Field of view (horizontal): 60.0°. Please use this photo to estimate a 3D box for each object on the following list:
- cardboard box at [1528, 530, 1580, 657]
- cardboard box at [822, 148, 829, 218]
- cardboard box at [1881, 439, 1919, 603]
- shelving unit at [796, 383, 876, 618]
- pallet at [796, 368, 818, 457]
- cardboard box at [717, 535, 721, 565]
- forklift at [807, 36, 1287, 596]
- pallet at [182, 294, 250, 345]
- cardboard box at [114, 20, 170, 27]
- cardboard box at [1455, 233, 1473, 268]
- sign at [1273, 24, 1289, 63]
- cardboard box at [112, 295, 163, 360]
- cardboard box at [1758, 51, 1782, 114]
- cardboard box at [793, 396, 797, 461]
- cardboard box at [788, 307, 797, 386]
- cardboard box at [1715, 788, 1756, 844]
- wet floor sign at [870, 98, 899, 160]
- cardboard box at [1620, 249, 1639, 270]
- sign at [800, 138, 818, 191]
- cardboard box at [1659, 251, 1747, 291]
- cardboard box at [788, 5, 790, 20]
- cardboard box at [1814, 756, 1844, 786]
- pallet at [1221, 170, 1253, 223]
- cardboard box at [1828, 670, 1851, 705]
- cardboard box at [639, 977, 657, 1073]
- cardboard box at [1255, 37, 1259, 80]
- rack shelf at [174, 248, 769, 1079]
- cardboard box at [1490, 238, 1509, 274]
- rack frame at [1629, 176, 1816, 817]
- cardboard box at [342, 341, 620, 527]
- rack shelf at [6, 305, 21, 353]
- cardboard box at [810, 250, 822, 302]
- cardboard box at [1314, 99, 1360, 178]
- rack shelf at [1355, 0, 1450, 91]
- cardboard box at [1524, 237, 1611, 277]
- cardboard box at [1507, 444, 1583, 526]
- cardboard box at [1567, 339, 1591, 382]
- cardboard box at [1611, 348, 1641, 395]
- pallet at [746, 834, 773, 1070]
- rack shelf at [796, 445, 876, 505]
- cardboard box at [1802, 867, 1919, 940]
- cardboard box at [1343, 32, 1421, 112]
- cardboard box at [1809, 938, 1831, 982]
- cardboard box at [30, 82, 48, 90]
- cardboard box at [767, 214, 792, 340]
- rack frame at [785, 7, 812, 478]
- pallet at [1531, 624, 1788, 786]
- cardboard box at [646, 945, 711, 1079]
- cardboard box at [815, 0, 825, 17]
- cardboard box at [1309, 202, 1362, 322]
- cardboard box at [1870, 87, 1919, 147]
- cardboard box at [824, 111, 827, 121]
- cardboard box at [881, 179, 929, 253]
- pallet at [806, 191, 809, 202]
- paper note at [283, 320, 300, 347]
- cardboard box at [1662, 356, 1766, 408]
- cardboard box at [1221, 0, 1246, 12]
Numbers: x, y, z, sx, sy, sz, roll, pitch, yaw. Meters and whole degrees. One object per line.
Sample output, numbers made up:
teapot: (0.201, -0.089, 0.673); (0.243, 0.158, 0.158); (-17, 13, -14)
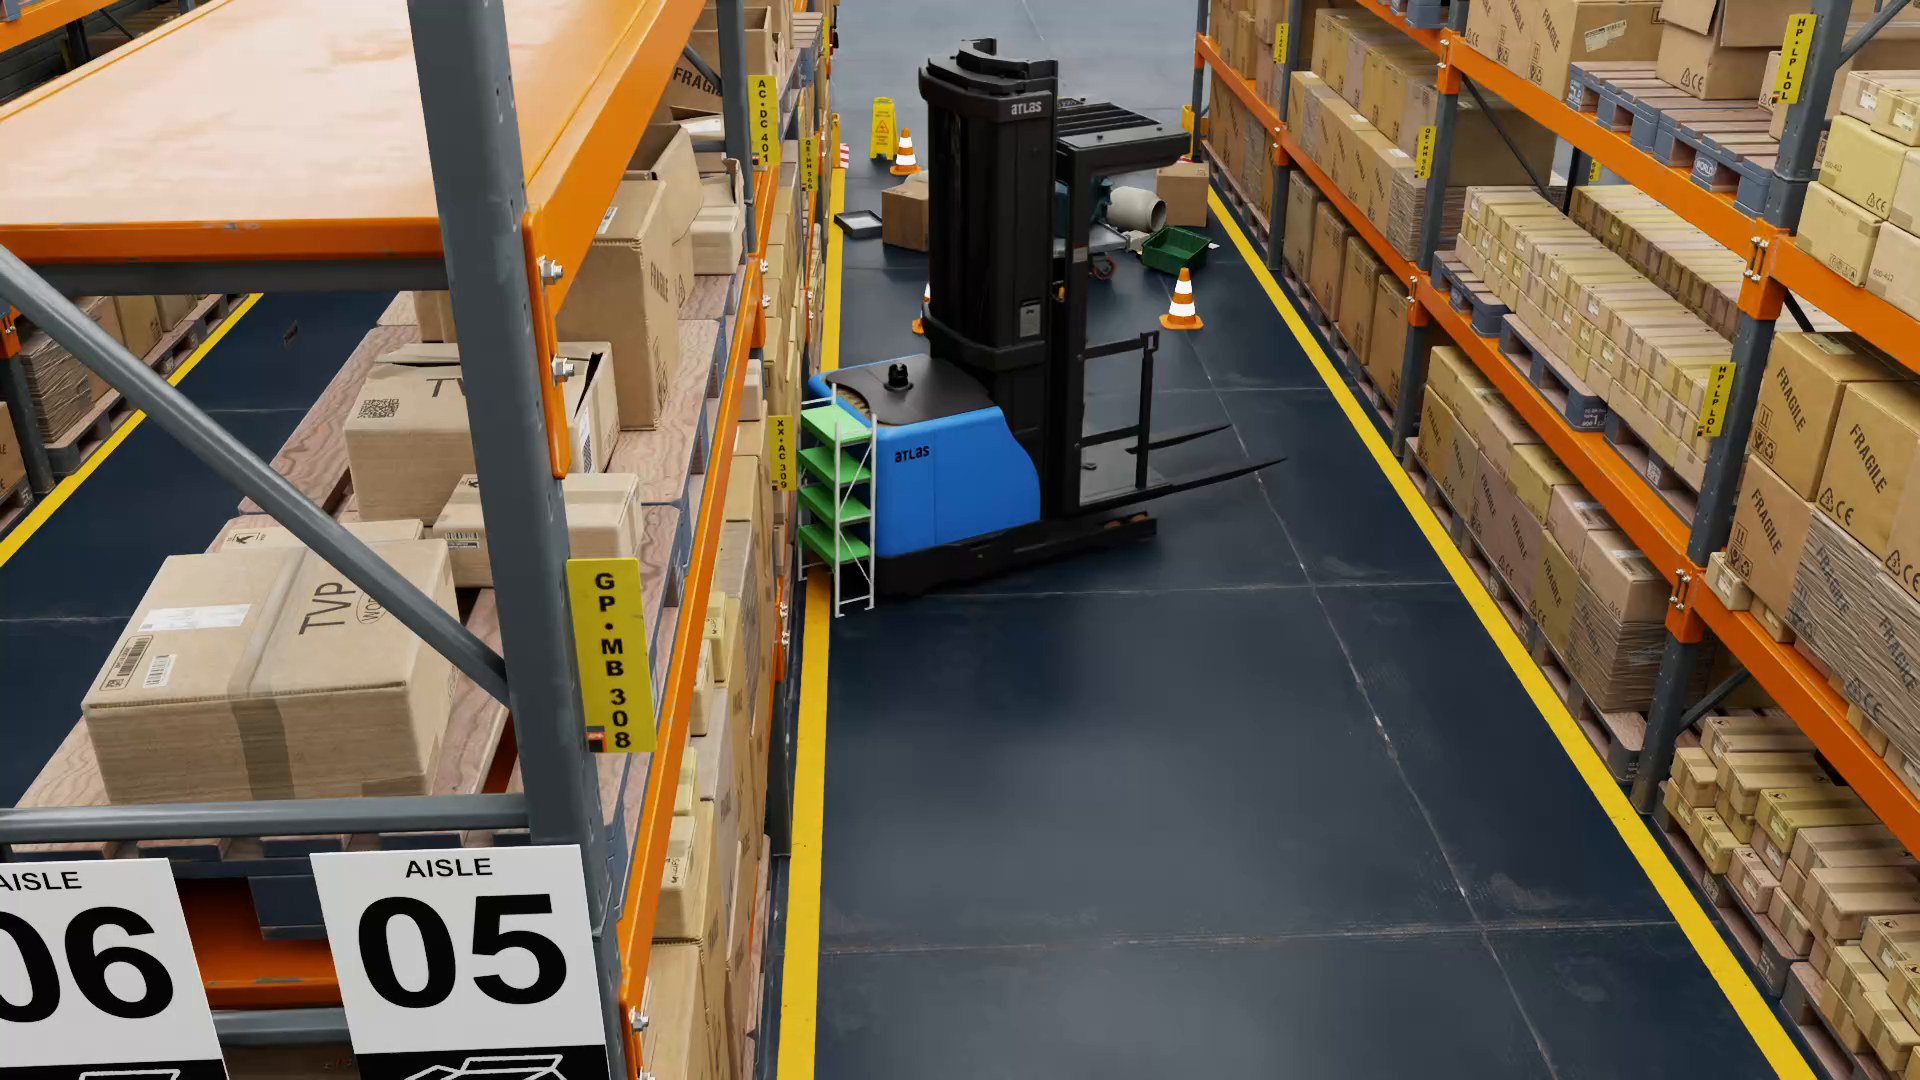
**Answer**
cardboard box: (3.356, 0.271, 8.736); (0.500, 0.500, 0.500); (-2, 28, -4)
cardboard box: (-1.444, -3.186, 14.822); (0.500, 0.500, 0.500); (0, 28, 0)
cardboard box: (3.491, -0.012, 5.518); (0.500, 0.500, 0.500); (-1, 28, -2)
shelving unit: (-0.702, -0.221, 9.372); (0.258, 1.200, 0.503); (-13, 31, -27)
pallet: (-1.513, -0.884, 11.717); (1.003, 0.211, 1.213); (-1, 28, -3)
cardboard box: (-0.927, 0.039, 5.042); (0.380, 0.149, 0.250); (-2, 28, -4)
forklift: (0.633, -1.446, 9.853); (3.031, 2.935, 1.130); (-14, 31, -25)
pallet: (-6.562, -1.910, 13.683); (1.003, 0.211, 1.213); (-1, 28, -3)
cardboard box: (-6.957, -4.328, 14.174); (0.380, 0.149, 0.250); (-2, 28, -3)
cardboard box: (3.286, -1.789, 10.255); (0.380, 0.149, 0.250); (-2, 28, -3)
sign: (2.701, -4.178, 13.995); (0.100, 0.325, 0.005); (-1, 28, -3)
cardboard box: (-6.527, -1.672, 12.327); (0.875, 0.625, 0.625); (-2, 28, -5)
cardboard box: (3.837, -1.967, 7.176); (0.500, 0.311, 0.500); (-2, 28, -3)
cardboard box: (-1.064, -0.532, 8.188); (0.500, 0.250, 0.500); (-2, 28, -3)
cardboard box: (-1.090, -0.985, 8.517); (0.500, 0.250, 0.500); (-2, 28, -4)
cardboard box: (3.475, 1.157, 7.095); (0.380, 0.149, 0.250); (-1, 28, -2)
wet floor sign: (-0.833, -4.524, 18.226); (0.267, 0.644, 0.232); (8, 29, 15)
cardboard box: (3.989, -1.555, 9.484); (0.380, 0.149, 0.250); (-1, 28, -3)
sign: (-0.920, -2.288, 10.141); (0.100, 0.325, 0.005); (-1, 28, -3)
cardboard box: (4.013, -1.452, 8.965); (0.380, 0.149, 0.250); (0, 28, 0)
cardboard box: (-1.052, -2.589, 8.418); (0.396, 0.266, 0.258); (-2, 28, -4)
cardboard box: (4.007, 1.005, 7.387); (0.380, 0.149, 0.250); (-1, 28, -2)
pallet: (3.227, -3.455, 16.646); (1.003, 0.211, 1.213); (-1, 28, -3)
cardboard box: (3.524, 0.536, 6.250); (0.380, 0.149, 0.250); (-3, 28, -5)
cardboard box: (-0.798, 0.989, 3.220); (0.380, 0.149, 0.250); (-1, 28, -2)
cardboard box: (3.262, -4.516, 15.502); (0.875, 0.550, 0.550); (-1, 28, -3)
rack shelf: (-1.160, 0.000, 4.541); (1.077, 0.370, 4.000); (-1, 28, -3)
cardboard box: (3.322, -1.656, 9.678); (0.380, 0.149, 0.250); (-2, 28, -4)
rack frame: (3.673, -0.079, 7.157); (1.000, 3.000, 0.127); (-1, 28, -3)
cardboard box: (-1.084, -0.279, 3.831); (0.500, 0.311, 0.500); (-1, 28, -2)
rack shelf: (-6.535, -2.243, 12.085); (1.077, 0.370, 4.000); (-1, 28, -3)
cardboard box: (-1.612, -2.054, 13.332); (0.950, 0.372, 0.625); (0, 28, 1)
cardboard box: (3.065, -3.104, 12.850); (0.500, 0.500, 0.500); (-2, 28, -3)
rack shelf: (3.360, -3.861, 11.943); (1.077, 0.370, 4.000); (-1, 28, -3)
cardboard box: (3.349, -1.562, 9.175); (0.380, 0.149, 0.250); (0, 28, 0)
cardboard box: (3.326, -0.308, 9.036); (0.500, 0.250, 0.500); (-3, 28, -5)
cardboard box: (3.383, -0.934, 8.614); (0.380, 0.149, 0.250); (0, 28, 0)
cardboard box: (3.411, -0.827, 8.088); (0.380, 0.149, 0.250); (-2, 28, -4)
pallet: (-1.303, 1.677, 6.807); (1.003, 0.211, 1.213); (-1, 28, -3)
rack shelf: (-0.696, -0.378, 9.293); (0.258, 0.148, 0.480); (-13, 31, -27)
cardboard box: (3.470, 1.383, 6.340); (0.380, 0.149, 0.250); (-1, 28, -2)
cardboard box: (3.342, -3.561, 12.644); (0.700, 0.500, 0.500); (-1, 28, -2)
cardboard box: (3.562, 1.651, 6.470); (0.380, 0.149, 0.250); (-3, 28, -5)
cardboard box: (-6.861, -3.409, 12.734); (0.380, 0.149, 0.250); (-1, 28, -3)
cardboard box: (-1.112, -1.315, 8.338); (0.500, 0.500, 0.500); (-2, 28, -3)
rack frame: (-1.474, -1.760, 10.380); (1.000, 3.000, 0.127); (-1, 28, -3)
pallet: (3.631, 0.798, 8.492); (1.003, 0.211, 1.213); (-1, 28, -3)
cardboard box: (-0.797, 1.218, 3.481); (0.500, 0.500, 0.500); (-2, 28, -4)
cardboard box: (-1.489, -4.435, 13.999); (0.700, 0.500, 0.500); (-2, 28, -3)
cardboard box: (3.424, -2.232, 13.264); (1.050, 0.750, 0.750); (-1, 28, -3)
cardboard box: (3.427, -1.474, 5.779); (0.380, 0.149, 0.250); (-3, 28, -5)
cardboard box: (-1.436, -3.894, 15.479); (0.380, 0.149, 0.250); (0, 28, 0)
cardboard box: (-0.380, -3.028, 15.511); (0.500, 0.500, 0.500); (19, 33, 32)
pallet: (-1.618, -2.588, 12.176); (1.003, 0.211, 1.213); (-1, 28, -3)
paper note: (-1.747, -0.539, 4.338); (0.006, 0.032, 0.123); (-1, 28, -3)
cardboard box: (3.442, -0.722, 7.565); (0.380, 0.149, 0.250); (-2, 28, -4)
cardboard box: (3.042, -5.480, 16.183); (0.875, 0.550, 0.550); (-1, 28, -3)
